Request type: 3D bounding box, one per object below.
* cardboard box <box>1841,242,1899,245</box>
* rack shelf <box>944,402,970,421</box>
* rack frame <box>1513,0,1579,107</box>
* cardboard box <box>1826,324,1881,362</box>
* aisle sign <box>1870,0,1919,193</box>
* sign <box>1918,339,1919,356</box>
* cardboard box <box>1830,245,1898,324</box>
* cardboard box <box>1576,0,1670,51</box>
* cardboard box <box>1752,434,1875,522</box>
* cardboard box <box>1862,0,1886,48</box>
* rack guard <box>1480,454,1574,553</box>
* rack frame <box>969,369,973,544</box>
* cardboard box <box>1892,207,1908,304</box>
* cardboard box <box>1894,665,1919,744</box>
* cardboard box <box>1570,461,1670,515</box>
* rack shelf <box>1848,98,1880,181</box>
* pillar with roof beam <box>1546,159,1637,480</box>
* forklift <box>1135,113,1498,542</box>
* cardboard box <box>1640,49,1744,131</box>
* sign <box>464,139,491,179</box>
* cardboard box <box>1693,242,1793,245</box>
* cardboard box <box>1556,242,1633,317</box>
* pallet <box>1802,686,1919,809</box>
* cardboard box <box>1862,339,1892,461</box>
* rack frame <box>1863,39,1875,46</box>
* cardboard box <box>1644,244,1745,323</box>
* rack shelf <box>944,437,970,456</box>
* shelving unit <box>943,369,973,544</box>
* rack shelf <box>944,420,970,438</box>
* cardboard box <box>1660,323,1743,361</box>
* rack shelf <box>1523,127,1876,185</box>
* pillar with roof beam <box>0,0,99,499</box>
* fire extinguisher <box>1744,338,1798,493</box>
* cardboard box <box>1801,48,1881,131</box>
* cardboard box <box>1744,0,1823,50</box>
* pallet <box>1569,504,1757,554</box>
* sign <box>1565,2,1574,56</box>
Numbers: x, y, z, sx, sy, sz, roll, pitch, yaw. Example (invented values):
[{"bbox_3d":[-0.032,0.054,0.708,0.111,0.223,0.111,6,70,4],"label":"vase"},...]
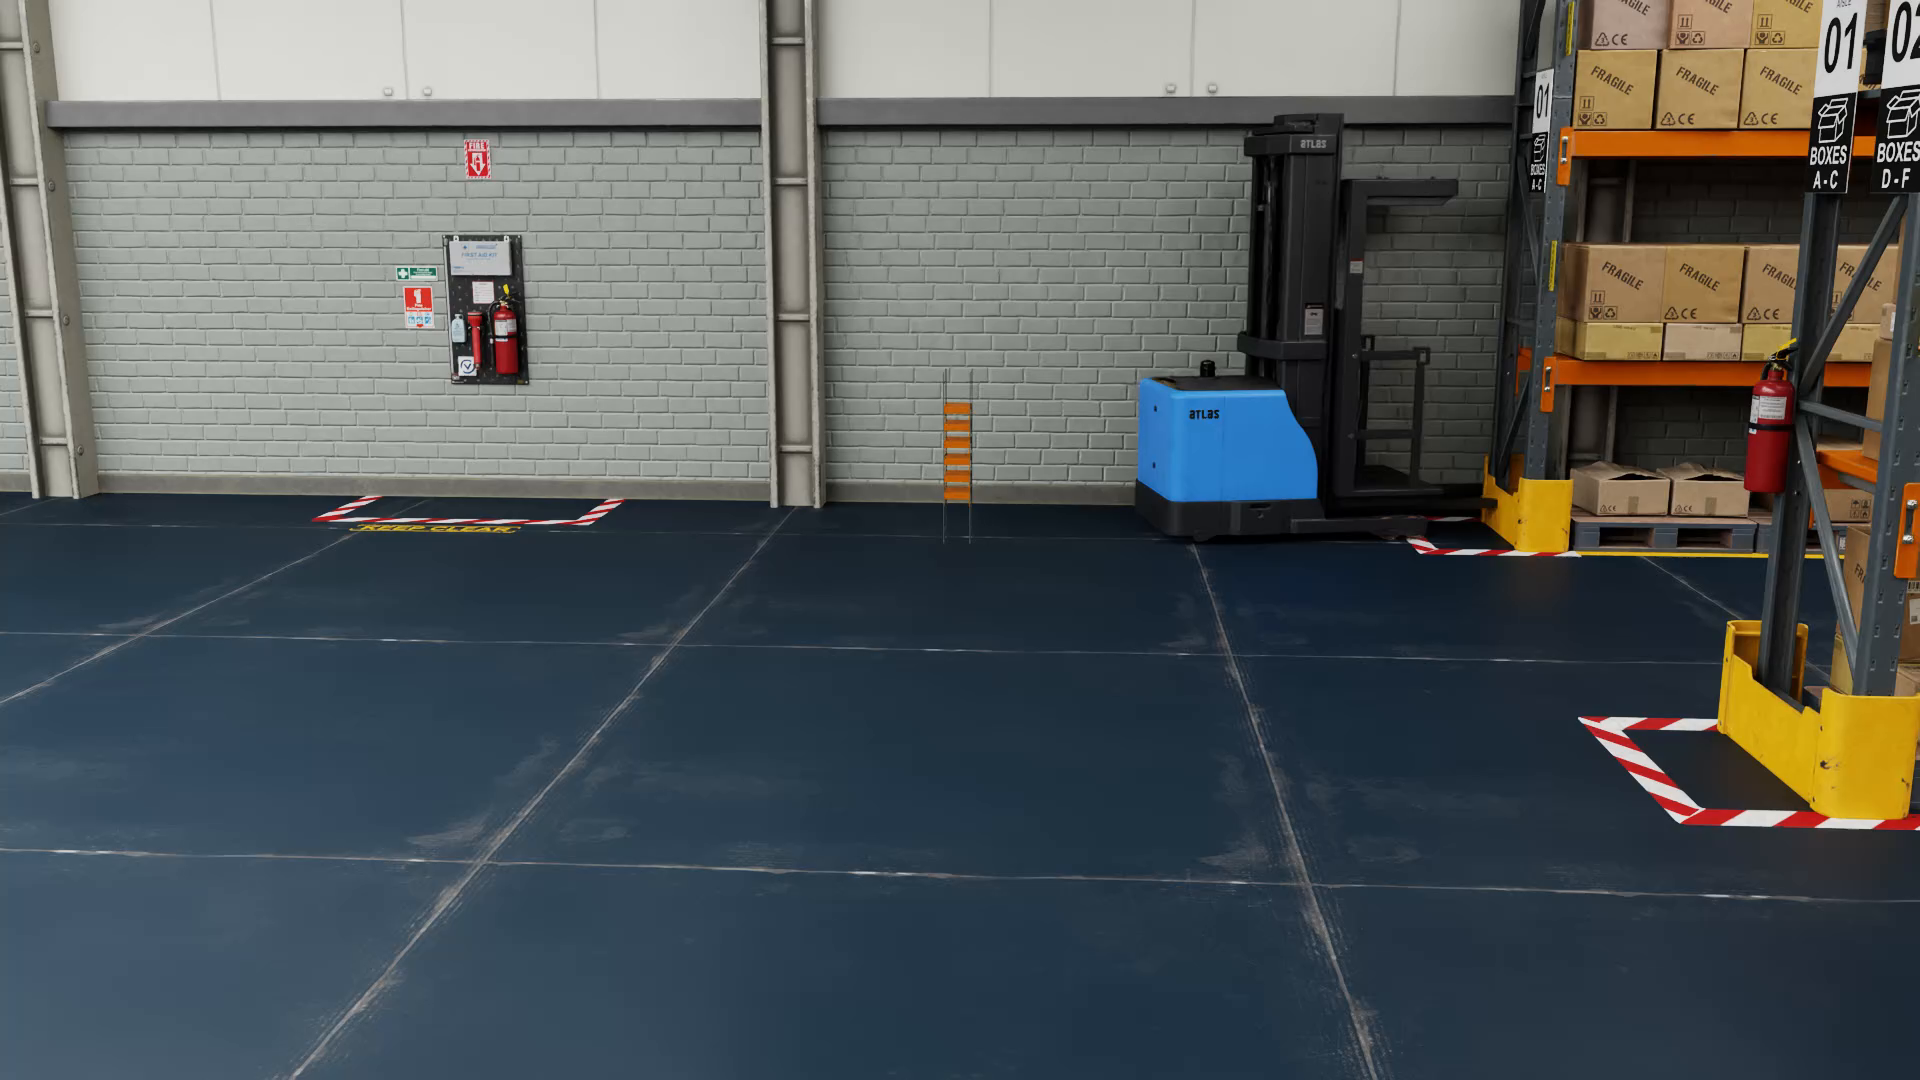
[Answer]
[{"bbox_3d":[6.482,-1.816,11.611,0.500,0.500,0.500,1,12,5],"label":"cardboard box"},{"bbox_3d":[-0.014,-0.896,11.582,0.180,0.103,0.258,1,12,4],"label":"rack shelf"},{"bbox_3d":[3.958,-4.439,11.012,0.127,3.000,1.000,1,12,4],"label":"rack frame"},{"bbox_3d":[5.955,-1.348,11.203,0.500,0.250,0.500,1,12,4],"label":"cardboard box"},{"bbox_3d":[3.545,-1.702,6.227,0.004,0.787,0.394,1,12,4],"label":"aisle sign"},{"bbox_3d":[3.588,-0.840,6.150,0.005,0.325,0.100,1,12,4],"label":"sign"},{"bbox_3d":[5.938,-1.717,11.134,0.500,0.500,0.500,1,12,6],"label":"cardboard box"},{"bbox_3d":[4.326,-3.464,10.942,0.500,0.500,0.500,0,12,0],"label":"cardboard box"},{"bbox_3d":[5.940,-0.439,11.570,0.500,0.500,0.700,0,12,0],"label":"cardboard box"},{"bbox_3d":[5.943,-3.542,11.313,0.500,0.500,0.500,1,12,4],"label":"cardboard box"},{"bbox_3d":[4.034,-0.278,11.877,0.348,0.500,1.175,1,12,4],"label":"rack guard"},{"bbox_3d":[0.077,-0.586,11.640,0.006,1.200,0.240,1,12,4],"label":"rack frame"},{"bbox_3d":[4.149,-1.165,6.599,0.500,0.500,0.700,1,12,4],"label":"cardboard box"},{"bbox_3d":[4.151,0.702,6.774,0.500,0.250,0.500,1,12,4],"label":"cardboard box"},{"bbox_3d":[4.643,-0.374,11.723,0.500,0.311,0.500,-1,12,-3],"label":"cardboard box"},{"bbox_3d":[5.627,-1.580,6.424,4.000,0.370,1.077,1,12,4],"label":"rack shelf"},{"bbox_3d":[4.427,-3.727,7.607,0.400,9.000,9.100,1,12,4],"label":"pillar with roof beam"},{"bbox_3d":[2.870,-1.538,11.962,3.031,2.935,1.130,-2,12,-8],"label":"forklift"},{"bbox_3d":[4.809,-2.959,10.971,0.500,0.500,0.500,2,12,8],"label":"cardboard box"},{"bbox_3d":[-3.737,-2.949,12.877,0.199,0.298,0.001,1,12,4],"label":"sign"},{"bbox_3d":[5.461,-1.828,11.668,0.500,0.500,0.500,0,12,2],"label":"cardboard box"},{"bbox_3d":[4.443,-1.843,11.740,0.500,0.500,0.500,1,12,3],"label":"cardboard box"},{"bbox_3d":[4.397,0.876,7.065,1.213,0.211,1.003,1,12,4],"label":"pallet"},{"bbox_3d":[4.096,-0.531,6.735,0.500,0.500,0.700,1,12,4],"label":"cardboard box"},{"bbox_3d":[3.631,-3.427,6.174,0.127,3.000,1.000,1,12,4],"label":"rack frame"},{"bbox_3d":[4.907,-1.730,11.196,0.500,0.500,0.500,1,12,4],"label":"cardboard box"},{"bbox_3d":[-0.014,-0.661,11.631,0.180,0.103,0.258,1,12,4],"label":"rack shelf"},{"bbox_3d":[-0.014,-0.587,11.646,0.189,1.200,0.258,1,12,4],"label":"shelving unit"},{"bbox_3d":[-0.014,-0.779,11.606,0.180,0.103,0.258,1,12,4],"label":"rack shelf"},{"bbox_3d":[4.943,-1.363,11.278,0.500,0.250,0.500,0,12,2],"label":"cardboard box"},{"bbox_3d":[5.954,-2.592,11.262,4.000,0.370,1.077,1,12,4],"label":"rack shelf"},{"bbox_3d":[-7.546,-3.891,8.392,0.400,9.000,9.100,1,12,4],"label":"pillar with roof beam"},{"bbox_3d":[3.544,-0.549,7.258,0.183,0.674,0.296,1,12,4],"label":"fire extinguisher"},{"bbox_3d":[5.863,-2.950,10.927,0.500,0.500,0.500,2,12,7],"label":"cardboard box"},{"bbox_3d":[5.336,-3.442,10.837,0.500,0.500,0.500,1,12,5],"label":"cardboard box"},{"bbox_3d":[4.842,-0.119,11.819,1.213,0.211,1.003,1,12,4],"label":"pallet"},{"bbox_3d":[3.922,-3.288,10.700,0.005,0.325,0.100,1,12,4],"label":"sign"}]
